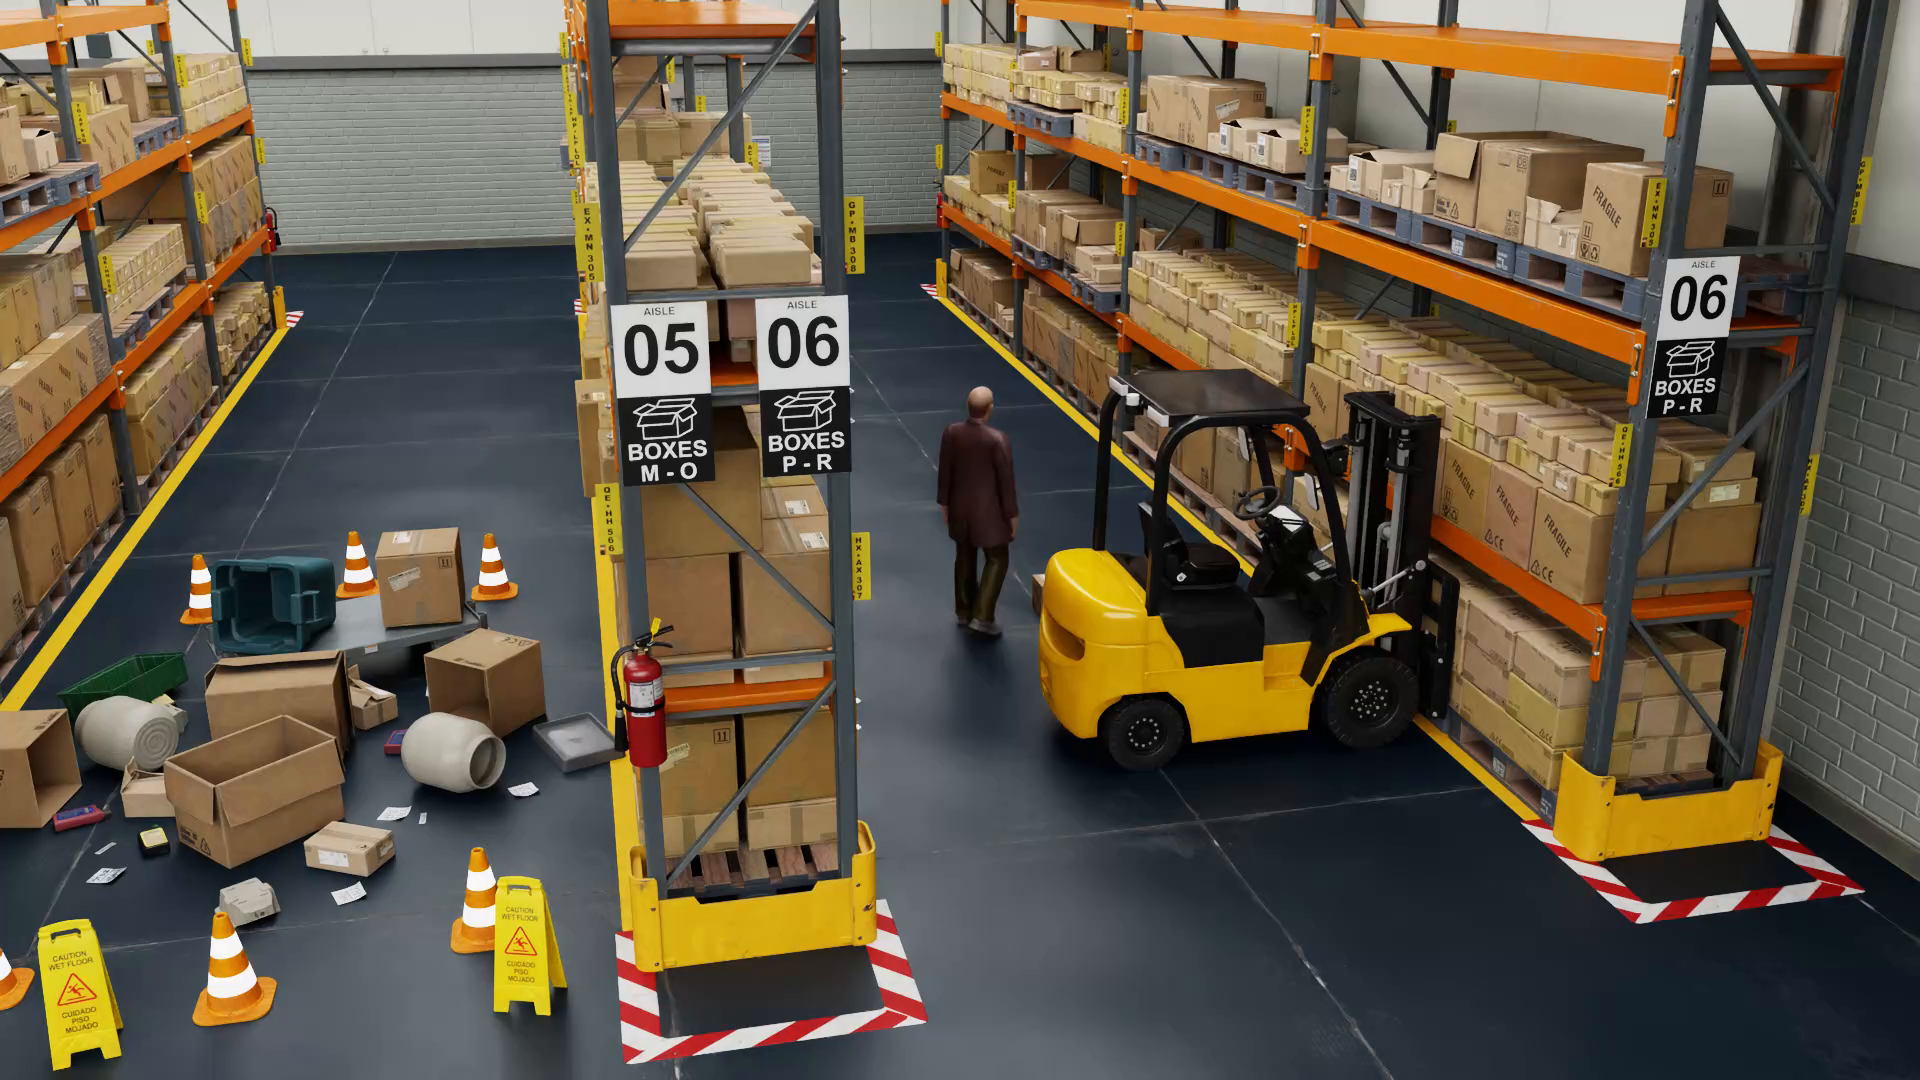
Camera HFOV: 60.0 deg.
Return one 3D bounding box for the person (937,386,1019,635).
[{"bbox_3d":[0.124,-0.213,11.688,0.642,1.777,0.705,10,21,25],"label":"person"}]
